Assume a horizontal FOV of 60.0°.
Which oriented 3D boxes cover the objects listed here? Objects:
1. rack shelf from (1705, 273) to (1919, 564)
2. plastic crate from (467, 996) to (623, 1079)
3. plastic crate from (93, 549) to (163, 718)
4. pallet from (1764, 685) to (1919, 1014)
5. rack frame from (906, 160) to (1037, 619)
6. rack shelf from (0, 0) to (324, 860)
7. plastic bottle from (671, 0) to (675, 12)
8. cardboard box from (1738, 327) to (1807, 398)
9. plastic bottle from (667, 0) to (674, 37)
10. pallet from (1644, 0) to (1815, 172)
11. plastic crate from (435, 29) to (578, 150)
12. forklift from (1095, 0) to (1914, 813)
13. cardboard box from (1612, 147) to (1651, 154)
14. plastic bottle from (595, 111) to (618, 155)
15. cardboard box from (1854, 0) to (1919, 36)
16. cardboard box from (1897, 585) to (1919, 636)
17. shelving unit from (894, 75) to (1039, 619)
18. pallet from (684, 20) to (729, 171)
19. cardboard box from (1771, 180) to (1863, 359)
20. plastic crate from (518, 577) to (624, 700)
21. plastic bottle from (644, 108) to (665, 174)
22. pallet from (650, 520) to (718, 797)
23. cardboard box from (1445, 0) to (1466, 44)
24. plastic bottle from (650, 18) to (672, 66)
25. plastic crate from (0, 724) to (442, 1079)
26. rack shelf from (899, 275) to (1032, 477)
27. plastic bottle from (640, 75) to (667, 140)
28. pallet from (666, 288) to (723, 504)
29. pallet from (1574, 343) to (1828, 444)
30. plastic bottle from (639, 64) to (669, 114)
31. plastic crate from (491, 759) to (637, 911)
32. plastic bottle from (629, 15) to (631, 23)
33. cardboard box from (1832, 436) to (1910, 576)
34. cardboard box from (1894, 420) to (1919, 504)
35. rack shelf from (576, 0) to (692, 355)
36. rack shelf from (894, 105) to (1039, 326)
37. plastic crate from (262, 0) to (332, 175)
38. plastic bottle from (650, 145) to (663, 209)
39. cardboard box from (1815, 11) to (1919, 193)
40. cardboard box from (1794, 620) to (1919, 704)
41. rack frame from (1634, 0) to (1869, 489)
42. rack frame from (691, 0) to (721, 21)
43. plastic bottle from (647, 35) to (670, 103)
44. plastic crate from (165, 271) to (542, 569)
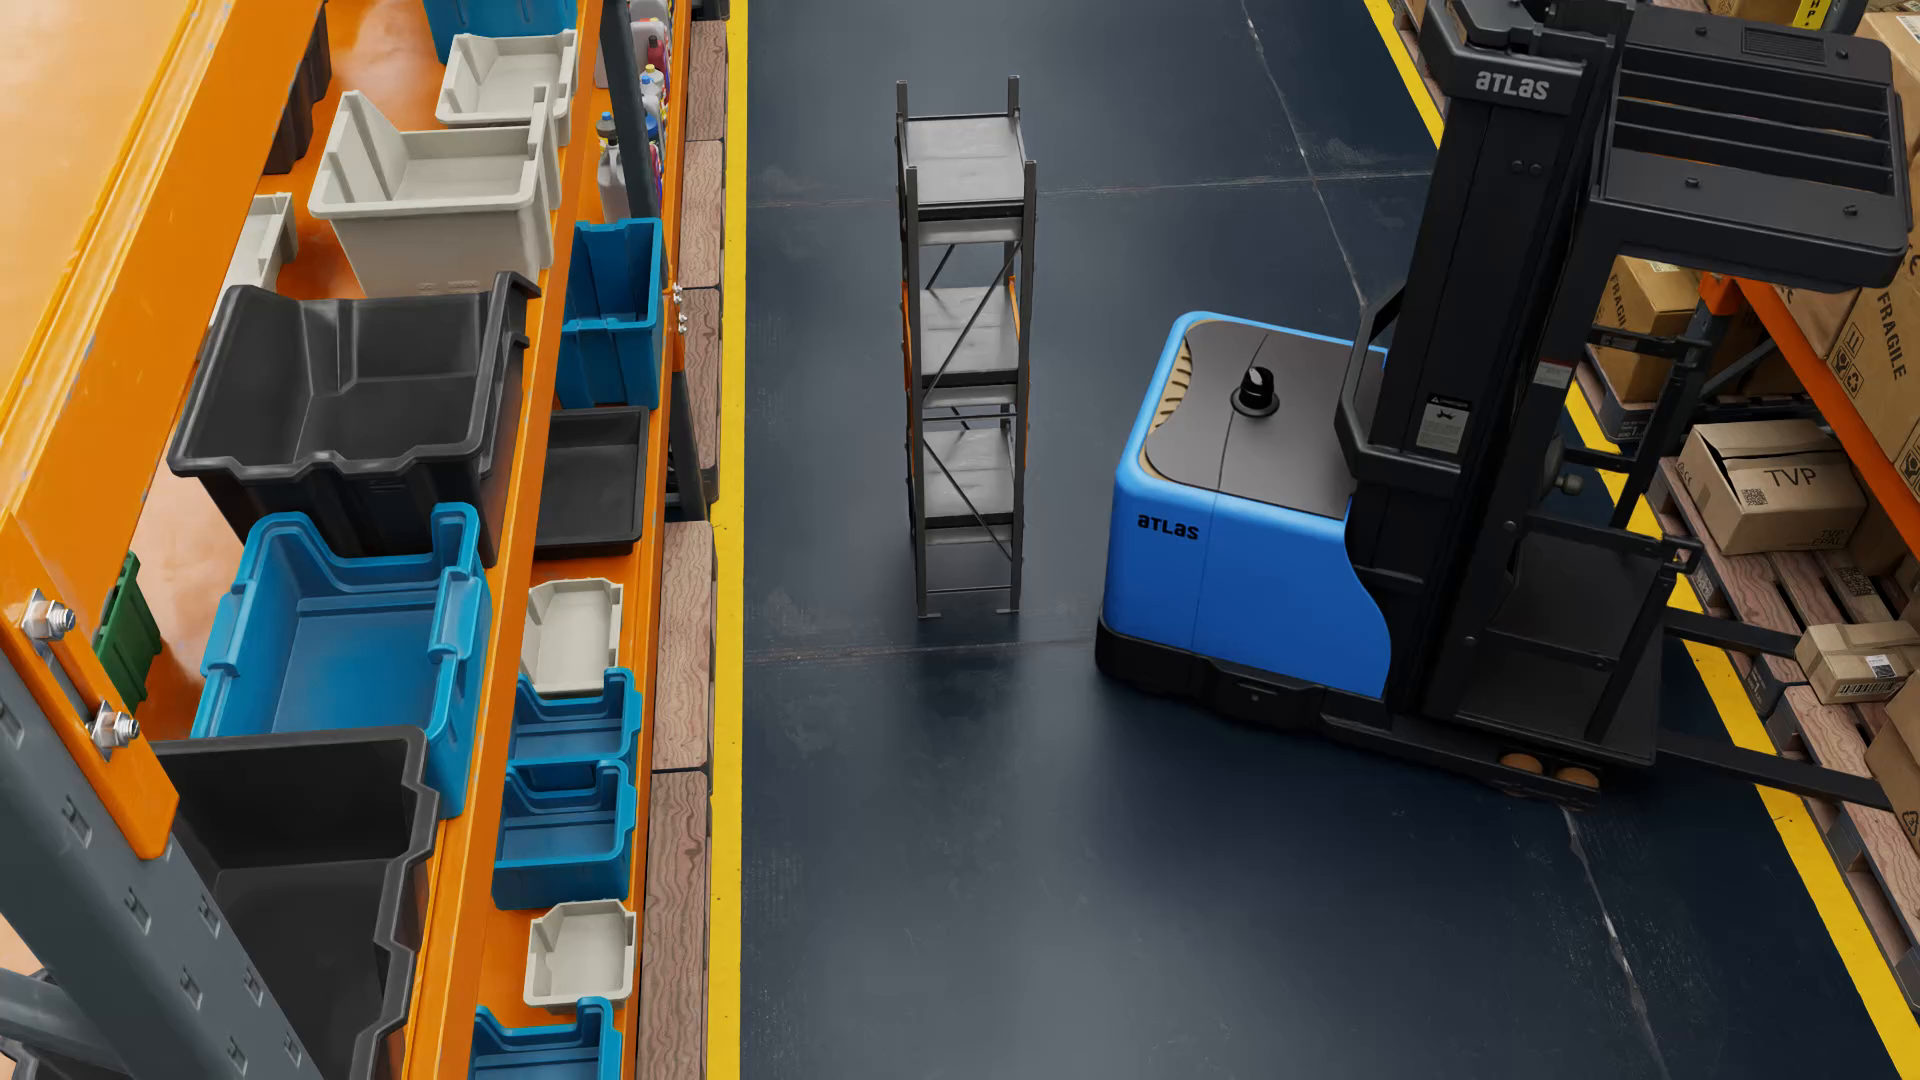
[{"bbox_3d":[3.562,0.368,4.968,1.077,0.370,4.000,-3,47,-3],"label":"rack shelf"},{"bbox_3d":[-0.954,1.228,3.732,0.416,0.233,0.300,-3,47,-3],"label":"plastic crate"},{"bbox_3d":[-1.574,0.211,2.701,0.450,0.188,0.336,-3,47,-3],"label":"plastic crate"},{"bbox_3d":[3.556,1.014,5.781,1.003,0.211,1.213,-3,47,-3],"label":"pallet"},{"bbox_3d":[0.034,-0.426,5.844,0.400,2.100,0.015,-3,47,-3],"label":"rack frame"},{"bbox_3d":[-1.374,-1.259,2.652,1.077,0.370,4.000,-3,47,-3],"label":"rack shelf"},{"bbox_3d":[-1.323,-2.464,7.188,0.144,0.351,0.185,-3,47,-3],"label":"plastic bottle"},{"bbox_3d":[3.597,-0.983,7.170,0.500,0.500,0.500,-5,47,-5],"label":"cardboard box"},{"bbox_3d":[-1.280,-2.265,7.055,0.097,0.271,0.097,0,47,0],"label":"plastic bottle"},{"bbox_3d":[3.437,-1.845,6.700,1.003,0.211,1.213,-3,47,-3],"label":"pallet"},{"bbox_3d":[-1.056,-1.072,3.951,0.293,0.136,0.466,-3,47,-3],"label":"plastic crate"},{"bbox_3d":[2.090,-0.473,5.316,3.031,2.935,1.130,14,48,13],"label":"forklift"},{"bbox_3d":[2.993,-1.679,7.829,0.500,0.500,0.500,-3,47,-3],"label":"cardboard box"},{"bbox_3d":[-1.354,-1.562,6.436,0.097,0.201,0.097,0,47,0],"label":"plastic bottle"},{"bbox_3d":[3.578,-1.862,6.226,0.700,0.500,0.500,-18,49,-16],"label":"cardboard box"},{"bbox_3d":[3.788,0.384,6.005,0.500,0.311,0.500,-3,47,-3],"label":"cardboard box"},{"bbox_3d":[0.014,-0.602,6.011,0.431,2.100,0.503,-3,47,-3],"label":"shelving unit"},{"bbox_3d":[-1.769,-2.395,9.010,1.003,0.211,1.213,-3,47,-3],"label":"pallet"},{"bbox_3d":[3.166,-0.976,5.676,0.500,0.500,0.500,-2,47,-2],"label":"cardboard box"},{"bbox_3d":[-1.096,0.283,4.692,0.293,0.136,0.466,-3,47,-3],"label":"plastic crate"},{"bbox_3d":[-1.194,-1.524,6.353,0.097,0.271,0.097,0,47,0],"label":"plastic bottle"},{"bbox_3d":[-1.441,0.460,6.305,1.003,0.211,1.213,-3,47,-3],"label":"pallet"},{"bbox_3d":[2.863,-2.787,8.879,0.500,0.500,0.500,-5,47,-5],"label":"cardboard box"},{"bbox_3d":[-1.261,-2.073,6.921,0.097,0.201,0.097,0,47,0],"label":"plastic bottle"},{"bbox_3d":[-0.961,0.584,2.292,0.497,0.269,0.590,-3,47,-3],"label":"plastic crate"},{"bbox_3d":[0.014,-0.593,6.021,0.431,0.518,0.480,-3,47,-3],"label":"rack shelf"},{"bbox_3d":[-1.214,-1.692,6.512,0.097,0.271,0.097,0,47,0],"label":"plastic bottle"},{"bbox_3d":[-1.565,-0.630,7.338,1.003,0.211,1.213,-3,47,-3],"label":"pallet"},{"bbox_3d":[3.289,-0.954,7.645,1.003,0.211,1.213,-3,47,-3],"label":"pallet"},{"bbox_3d":[-1.230,-1.809,6.671,0.097,0.201,0.097,0,47,0],"label":"plastic bottle"},{"bbox_3d":[-1.010,0.752,4.183,0.416,0.233,0.300,-3,47,-3],"label":"plastic crate"},{"bbox_3d":[-1.420,-2.135,6.979,0.097,0.201,0.097,0,47,0],"label":"plastic bottle"},{"bbox_3d":[3.725,-0.223,6.451,0.500,0.500,0.500,-3,47,-3],"label":"cardboard box"},{"bbox_3d":[3.251,-0.243,4.982,0.500,0.500,0.500,-4,47,-4],"label":"cardboard box"},{"bbox_3d":[-1.709,-2.228,7.426,1.077,0.370,4.000,-3,47,-3],"label":"rack shelf"},{"bbox_3d":[0.014,-1.074,5.512,0.431,0.518,0.480,-3,47,-3],"label":"rack shelf"},{"bbox_3d":[-1.711,-1.099,3.886,0.497,0.269,0.590,-3,47,-3],"label":"plastic crate"},{"bbox_3d":[-1.158,-1.376,6.204,0.061,0.283,0.133,-3,47,-3],"label":"plastic bottle"},{"bbox_3d":[3.154,-1.347,5.338,0.500,0.500,0.500,-2,47,-2],"label":"cardboard box"},{"bbox_3d":[3.297,0.439,6.054,0.380,0.166,0.250,-3,47,-3],"label":"cardboard box"},{"bbox_3d":[3.395,-1.327,6.077,1.000,3.000,0.127,-3,47,-3],"label":"rack frame"},{"bbox_3d":[-1.876,-3.922,8.535,1.000,3.000,0.127,-3,47,-3],"label":"rack frame"},{"bbox_3d":[-1.222,-1.922,6.721,0.061,0.283,0.133,-3,47,-3],"label":"plastic bottle"},{"bbox_3d":[-1.061,-0.266,3.050,0.504,0.338,0.767,-3,47,-3],"label":"plastic crate"}]
